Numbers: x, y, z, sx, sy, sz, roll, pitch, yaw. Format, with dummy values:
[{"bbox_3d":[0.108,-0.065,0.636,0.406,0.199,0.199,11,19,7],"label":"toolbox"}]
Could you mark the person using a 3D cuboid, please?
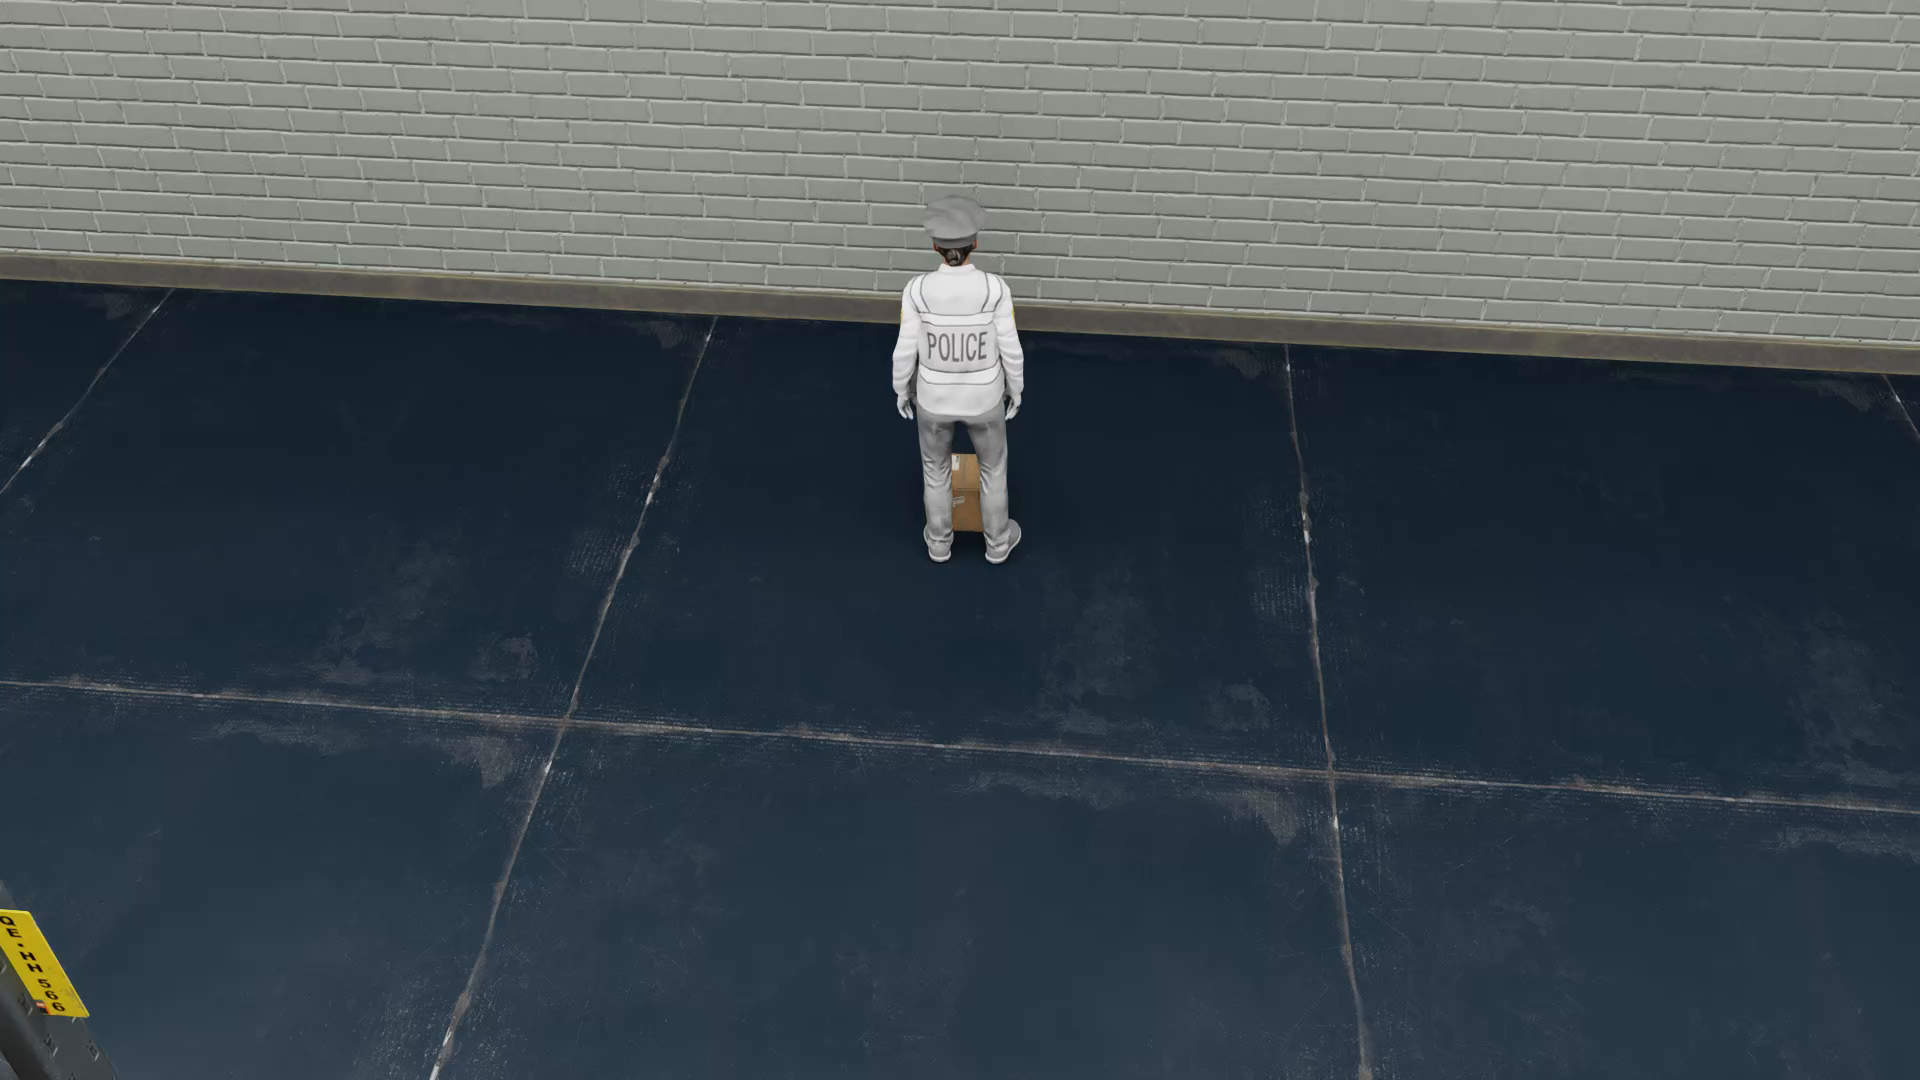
[{"bbox_3d":[-0.003,-0.599,6.858,0.547,1.666,0.371,1,40,1],"label":"person"}]
